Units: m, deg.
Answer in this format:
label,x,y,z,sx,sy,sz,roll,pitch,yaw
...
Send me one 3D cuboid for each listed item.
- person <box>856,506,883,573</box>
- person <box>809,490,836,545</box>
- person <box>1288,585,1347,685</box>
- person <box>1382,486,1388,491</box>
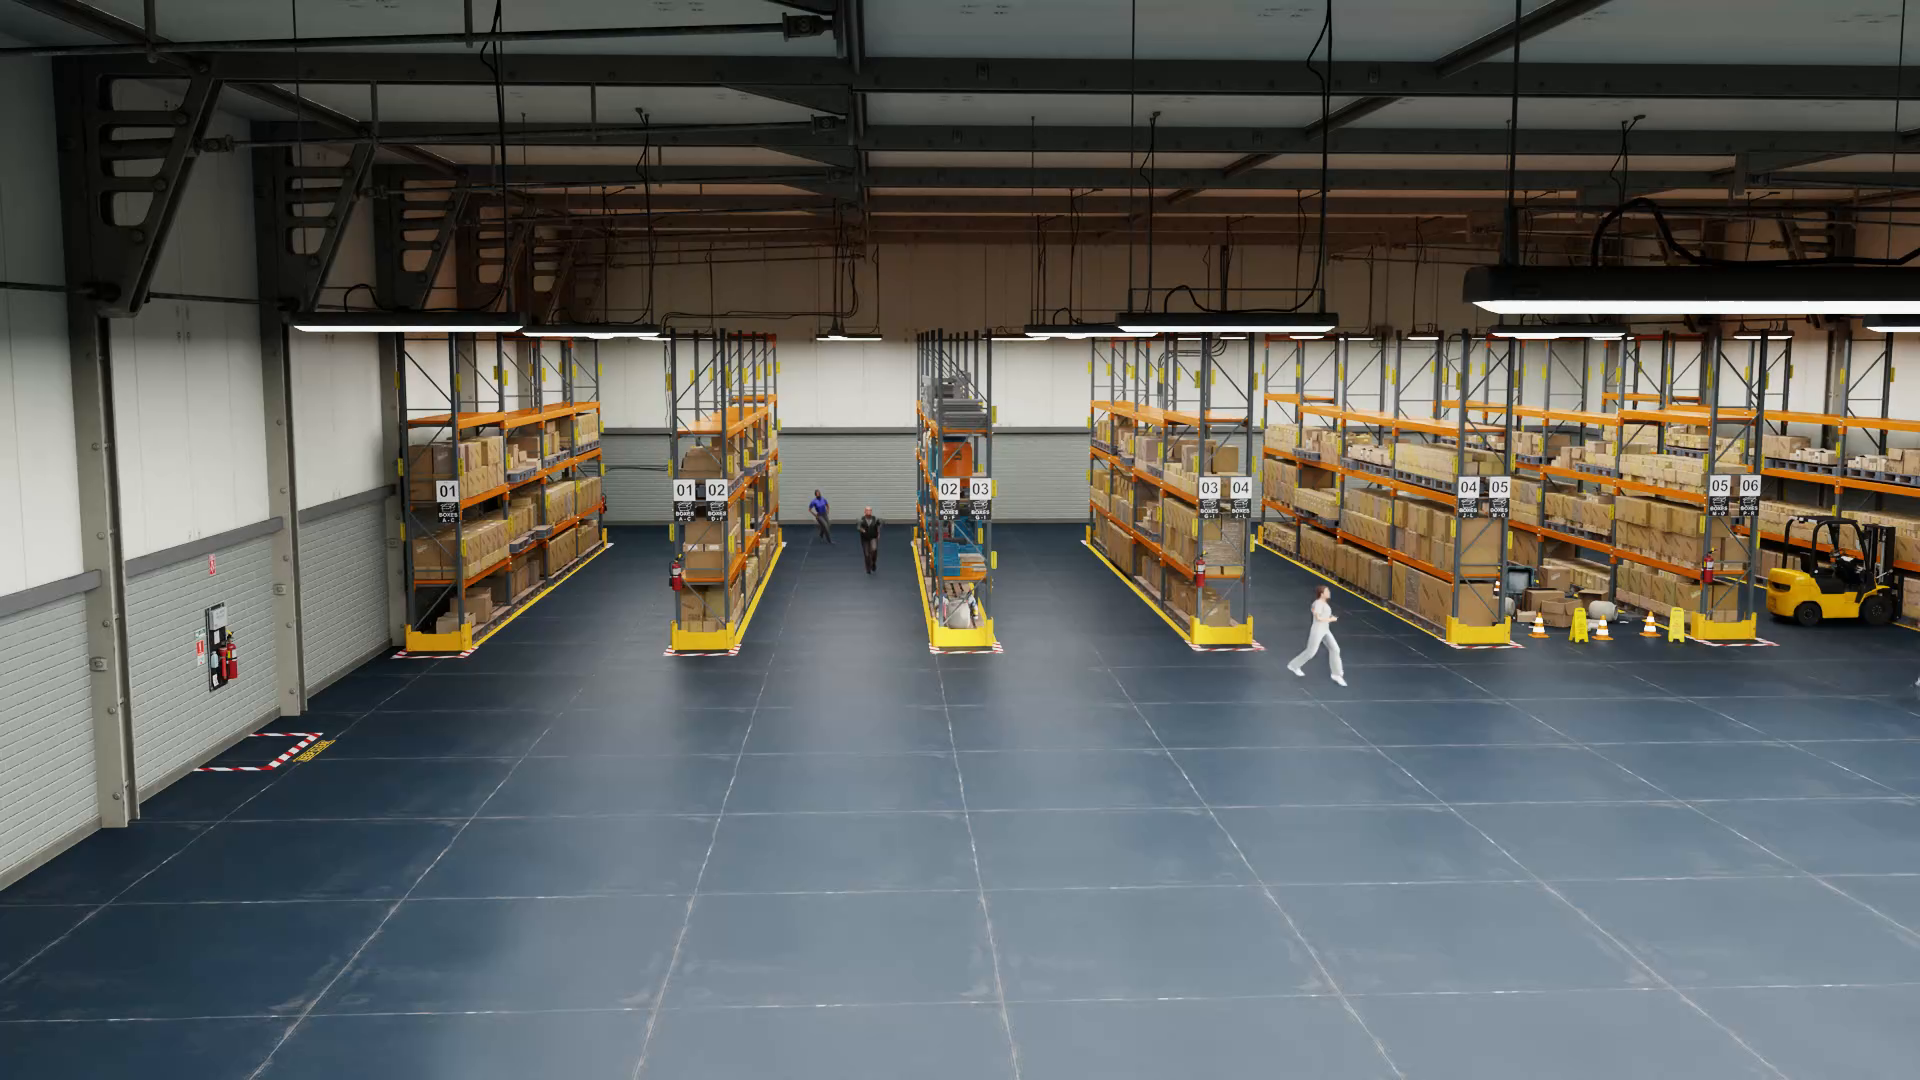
label,x,y,z,sx,sy,sz,roll,pitch,yaw
person,-2.235,0.012,40.908,0.638,1.691,0.821,0,7,0
person,-4.001,-0.659,47.627,0.747,1.568,0.734,-6,9,-43
person,6.034,1.600,28.113,1.008,1.709,0.534,4,8,33
person,12.820,-0.832,49.458,0.815,1.525,0.614,1,7,11
